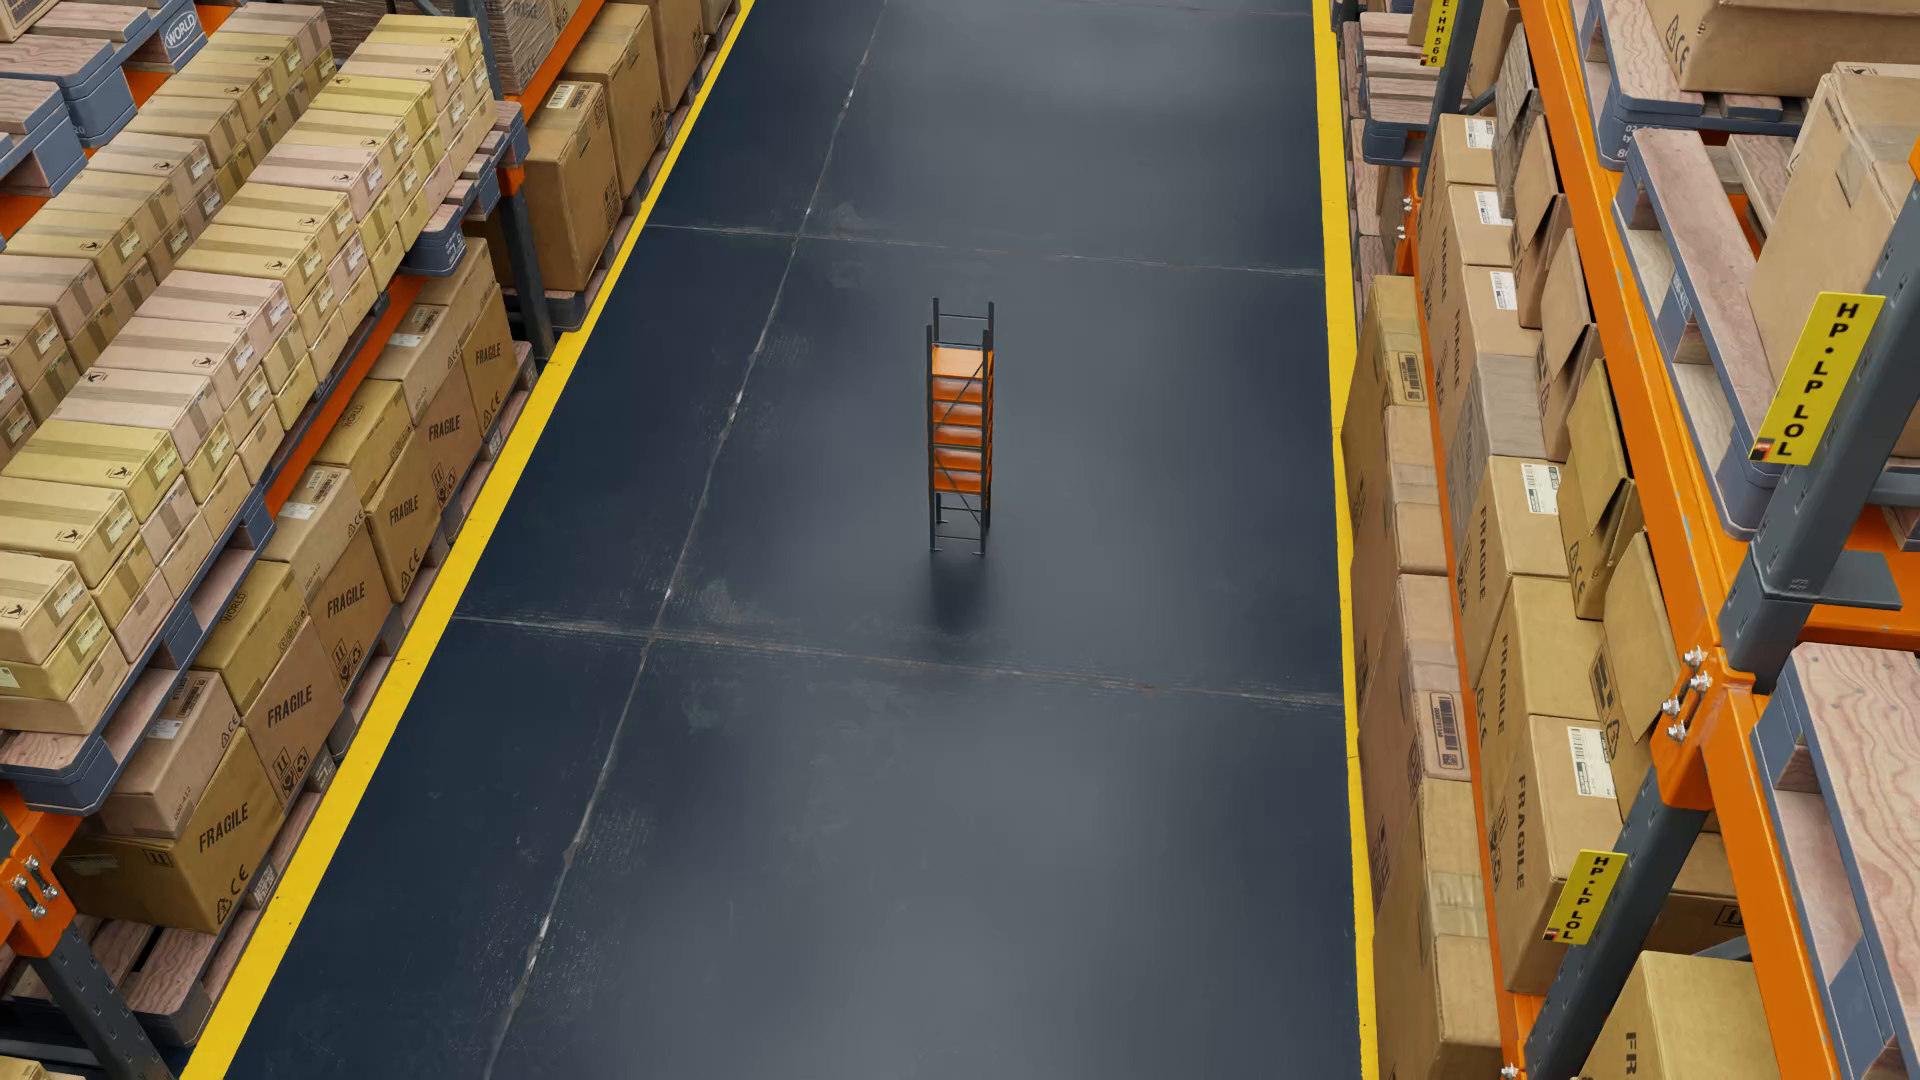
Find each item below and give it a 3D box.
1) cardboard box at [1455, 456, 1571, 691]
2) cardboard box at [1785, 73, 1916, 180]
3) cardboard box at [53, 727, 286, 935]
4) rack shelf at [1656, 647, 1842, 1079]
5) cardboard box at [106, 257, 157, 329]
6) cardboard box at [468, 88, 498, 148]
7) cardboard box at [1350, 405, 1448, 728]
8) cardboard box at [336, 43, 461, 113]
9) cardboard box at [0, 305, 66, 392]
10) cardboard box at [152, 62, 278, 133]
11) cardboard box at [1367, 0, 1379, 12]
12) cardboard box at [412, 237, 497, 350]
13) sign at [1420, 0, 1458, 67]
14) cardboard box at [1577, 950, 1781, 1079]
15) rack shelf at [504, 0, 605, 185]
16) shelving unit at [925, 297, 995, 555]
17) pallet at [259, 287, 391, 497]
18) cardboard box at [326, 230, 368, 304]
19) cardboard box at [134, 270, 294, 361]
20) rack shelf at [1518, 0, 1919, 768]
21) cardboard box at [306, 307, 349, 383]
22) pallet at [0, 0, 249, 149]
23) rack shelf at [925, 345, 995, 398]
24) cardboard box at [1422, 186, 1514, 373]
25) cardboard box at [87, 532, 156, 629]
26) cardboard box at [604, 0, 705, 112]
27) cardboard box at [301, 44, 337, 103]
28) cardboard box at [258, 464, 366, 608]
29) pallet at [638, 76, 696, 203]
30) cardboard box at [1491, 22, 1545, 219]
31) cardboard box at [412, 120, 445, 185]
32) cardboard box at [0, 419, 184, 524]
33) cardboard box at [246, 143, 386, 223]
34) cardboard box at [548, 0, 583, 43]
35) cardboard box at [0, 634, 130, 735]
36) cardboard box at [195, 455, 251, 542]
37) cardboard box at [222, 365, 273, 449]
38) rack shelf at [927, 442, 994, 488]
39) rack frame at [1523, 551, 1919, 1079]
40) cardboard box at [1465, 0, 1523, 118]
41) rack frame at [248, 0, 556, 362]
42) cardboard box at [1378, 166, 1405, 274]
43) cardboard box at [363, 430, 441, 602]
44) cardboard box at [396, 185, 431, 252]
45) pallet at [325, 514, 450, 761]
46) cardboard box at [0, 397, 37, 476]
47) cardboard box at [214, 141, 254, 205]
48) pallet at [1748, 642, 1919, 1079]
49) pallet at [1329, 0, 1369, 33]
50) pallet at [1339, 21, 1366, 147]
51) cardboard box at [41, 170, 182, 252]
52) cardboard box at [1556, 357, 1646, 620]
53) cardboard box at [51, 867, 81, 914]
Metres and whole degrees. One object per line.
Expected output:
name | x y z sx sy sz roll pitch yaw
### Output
cardboard box | 1.783 0.118 4.894 0.500 0.500 0.500 5 44 5
cardboard box | 2.092 -0.758 3.469 0.500 0.311 0.500 4 44 4
cardboard box | -2.685 0.947 5.603 0.500 0.500 0.500 7 44 7
rack shelf | 1.593 1.726 1.609 1.077 0.370 4.000 5 44 6
cardboard box | -2.980 -0.851 5.650 0.380 0.149 0.250 7 44 7
cardboard box | -2.126 -1.738 6.804 0.380 0.149 0.250 6 44 6
cardboard box | 2.149 0.159 6.162 1.225 0.875 0.875 5 44 6
cardboard box | -2.163 -1.786 6.421 0.380 0.149 0.250 5 44 5
cardboard box | -3.045 -0.603 5.172 0.380 0.149 0.250 4 44 4
cardboard box | -2.840 -1.685 6.314 0.380 0.149 0.250 5 44 5
cardboard box | 2.813 -3.097 9.859 0.700 0.500 0.500 2 43 2
cardboard box | -2.347 -1.082 7.201 0.500 0.250 0.500 4 44 5
sign | 1.847 -1.970 6.386 0.100 0.325 0.005 5 44 6
cardboard box | 1.541 1.168 3.204 0.500 0.500 0.500 5 44 6
rack shelf | -2.252 -3.157 8.948 1.077 0.370 4.000 5 44 6
shelving unit | 0.002 -0.446 6.870 0.258 1.200 0.189 5 44 6
pallet | -2.738 -0.632 5.898 1.003 0.211 1.213 5 44 6
cardboard box | -2.299 -0.967 5.773 0.380 0.149 0.250 6 44 7
cardboard box | -2.368 -0.714 5.289 0.380 0.149 0.250 7 44 7
rack shelf | 2.122 -1.000 4.488 1.077 0.370 4.000 5 44 6
cardboard box | -2.334 -0.679 5.684 0.380 0.149 0.250 3 44 4
pallet | -2.724 -1.468 4.596 1.213 0.211 1.003 5 44 6
rack shelf | 0.002 -0.675 6.653 0.258 0.103 0.180 5 44 6
cardboard box | 1.987 -0.913 5.982 0.500 0.500 0.500 4 44 4
cardboard box | -2.505 0.098 4.648 0.380 0.149 0.250 4 44 5
cardboard box | -2.112 -3.028 9.620 1.050 0.750 0.750 5 44 6
cardboard box | -2.780 -1.913 6.772 0.380 0.149 0.250 7 44 7
cardboard box | -2.546 -0.036 6.096 0.500 0.250 0.500 7 44 7
pallet | -2.174 -2.402 9.655 1.003 0.211 1.213 5 44 6
cardboard box | 2.274 -1.439 5.808 0.797 0.503 0.637 7 44 7
cardboard box | -2.196 -1.485 6.319 0.380 0.149 0.250 6 44 7
cardboard box | -2.470 -0.198 4.744 0.380 0.149 0.250 6 44 6
cardboard box | -2.266 -1.261 5.867 0.380 0.149 0.250 5 44 6
cardboard box | -2.125 -2.719 7.890 0.500 0.500 0.500 5 44 5
cardboard box | -2.538 0.383 4.563 0.380 0.149 0.250 3 44 3
cardboard box | -2.436 -0.147 5.123 0.380 0.149 0.250 6 44 6
cardboard box | -2.404 -0.439 5.215 0.380 0.149 0.250 7 44 7
rack shelf | 0.002 -0.326 6.983 0.258 0.103 0.180 5 44 6
rack frame | 1.858 1.191 3.833 1.000 3.000 0.127 5 44 6
cardboard box | 2.418 -2.096 6.926 0.500 0.500 0.500 0 43 0
rack frame | -2.517 -2.055 7.261 1.000 3.000 0.127 5 44 6
cardboard box | 2.516 -1.625 8.305 0.700 0.500 0.500 2 43 2
cardboard box | -2.471 -0.112 6.722 0.500 0.500 0.500 3 44 4
cardboard box | -2.231 -1.224 6.261 0.380 0.149 0.250 5 44 5
pallet | -2.785 0.319 6.782 1.003 0.211 1.213 5 44 6
cardboard box | -3.088 -0.323 5.092 0.380 0.149 0.250 4 44 4
cardboard box | -2.878 -1.374 6.202 0.380 0.149 0.250 5 44 6
pallet | 1.739 0.691 2.244 1.003 0.211 1.213 5 44 6
pallet | 2.969 -3.710 11.036 1.003 0.211 1.213 5 44 6
pallet | 2.814 -2.718 9.989 1.003 0.211 1.213 5 44 6
cardboard box | -2.942 -1.139 5.738 0.380 0.149 0.250 6 44 7
cardboard box | 2.036 -0.112 4.407 0.797 0.503 0.637 6 44 6
cardboard box | -3.197 0.899 5.654 0.500 0.500 0.500 4 44 5
